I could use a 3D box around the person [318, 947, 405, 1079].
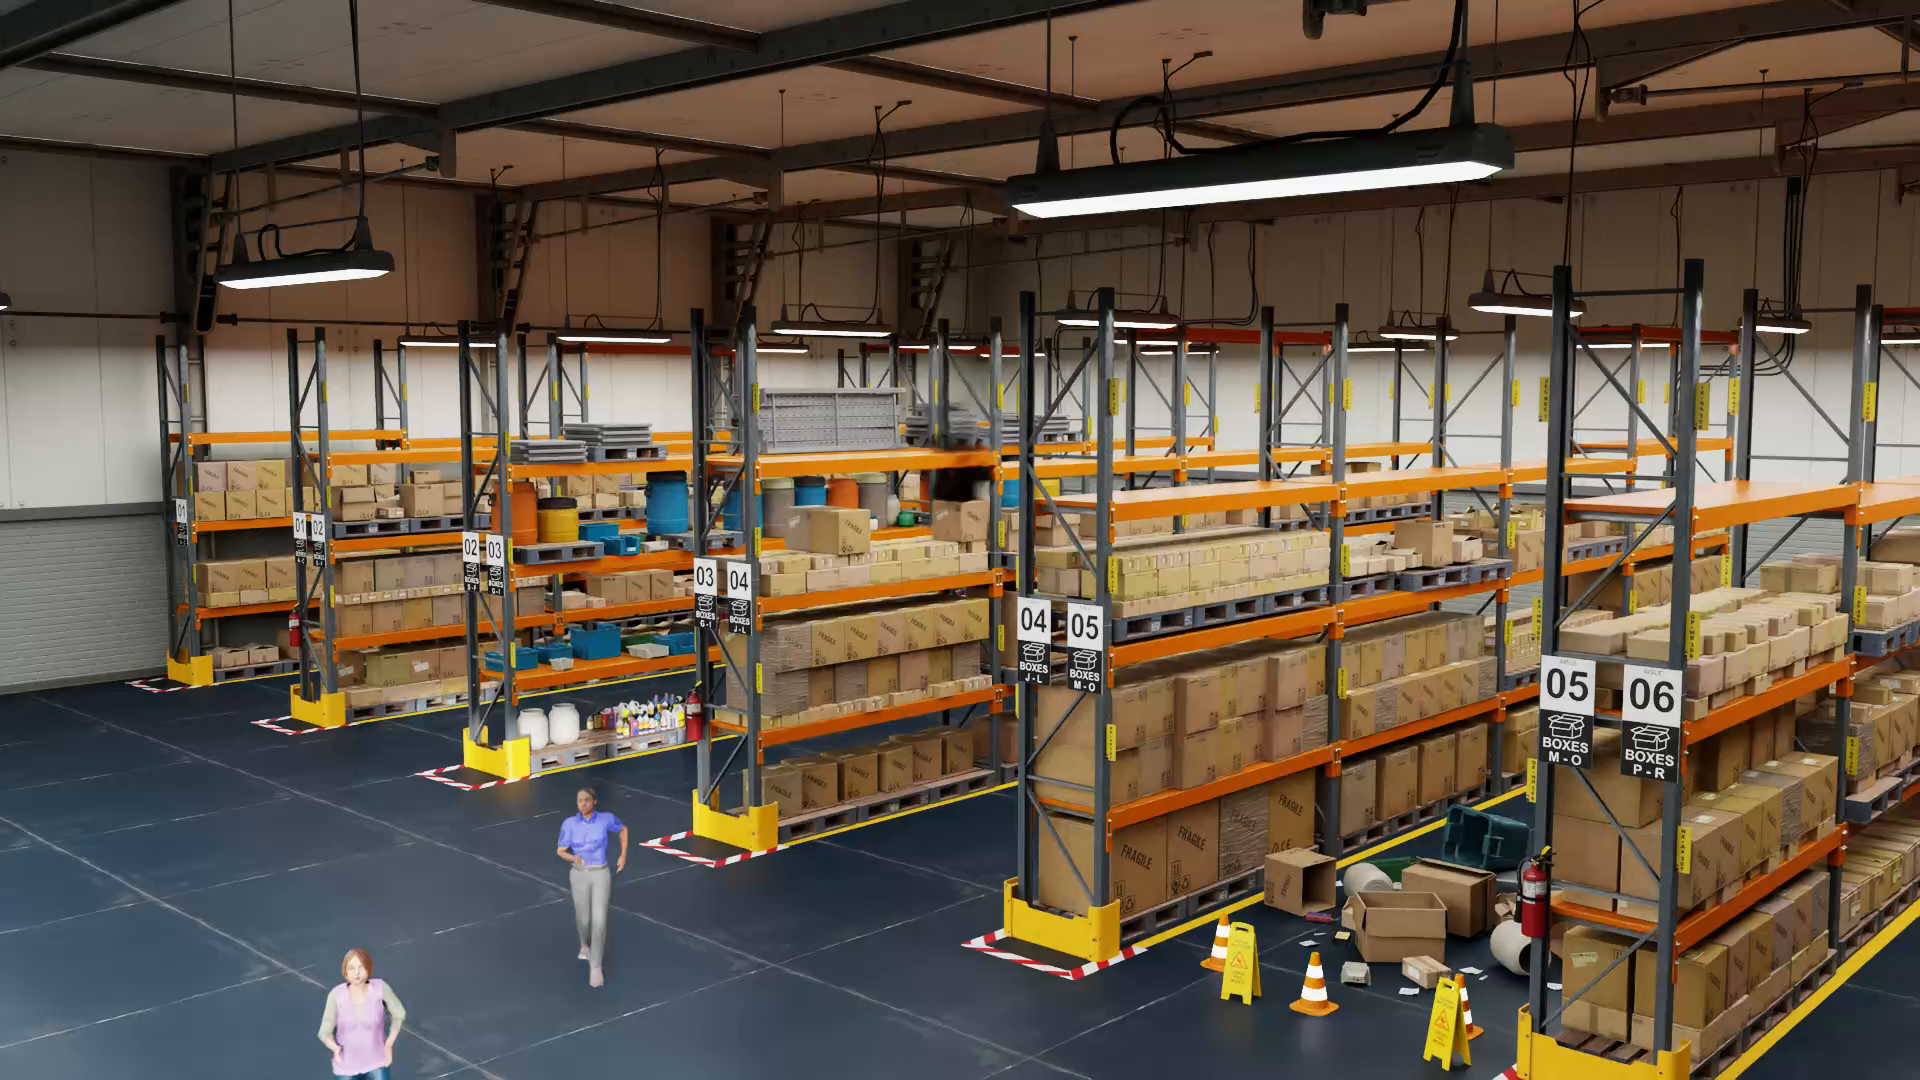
[{"bbox_3d":[-3.818,3.388,10.625,0.526,1.556,0.536,-2,6,-17],"label":"person"}]

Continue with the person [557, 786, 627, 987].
[{"bbox_3d":[-3.228,2.996,14.589,0.582,1.694,0.779,-1,5,-5],"label":"person"}]
